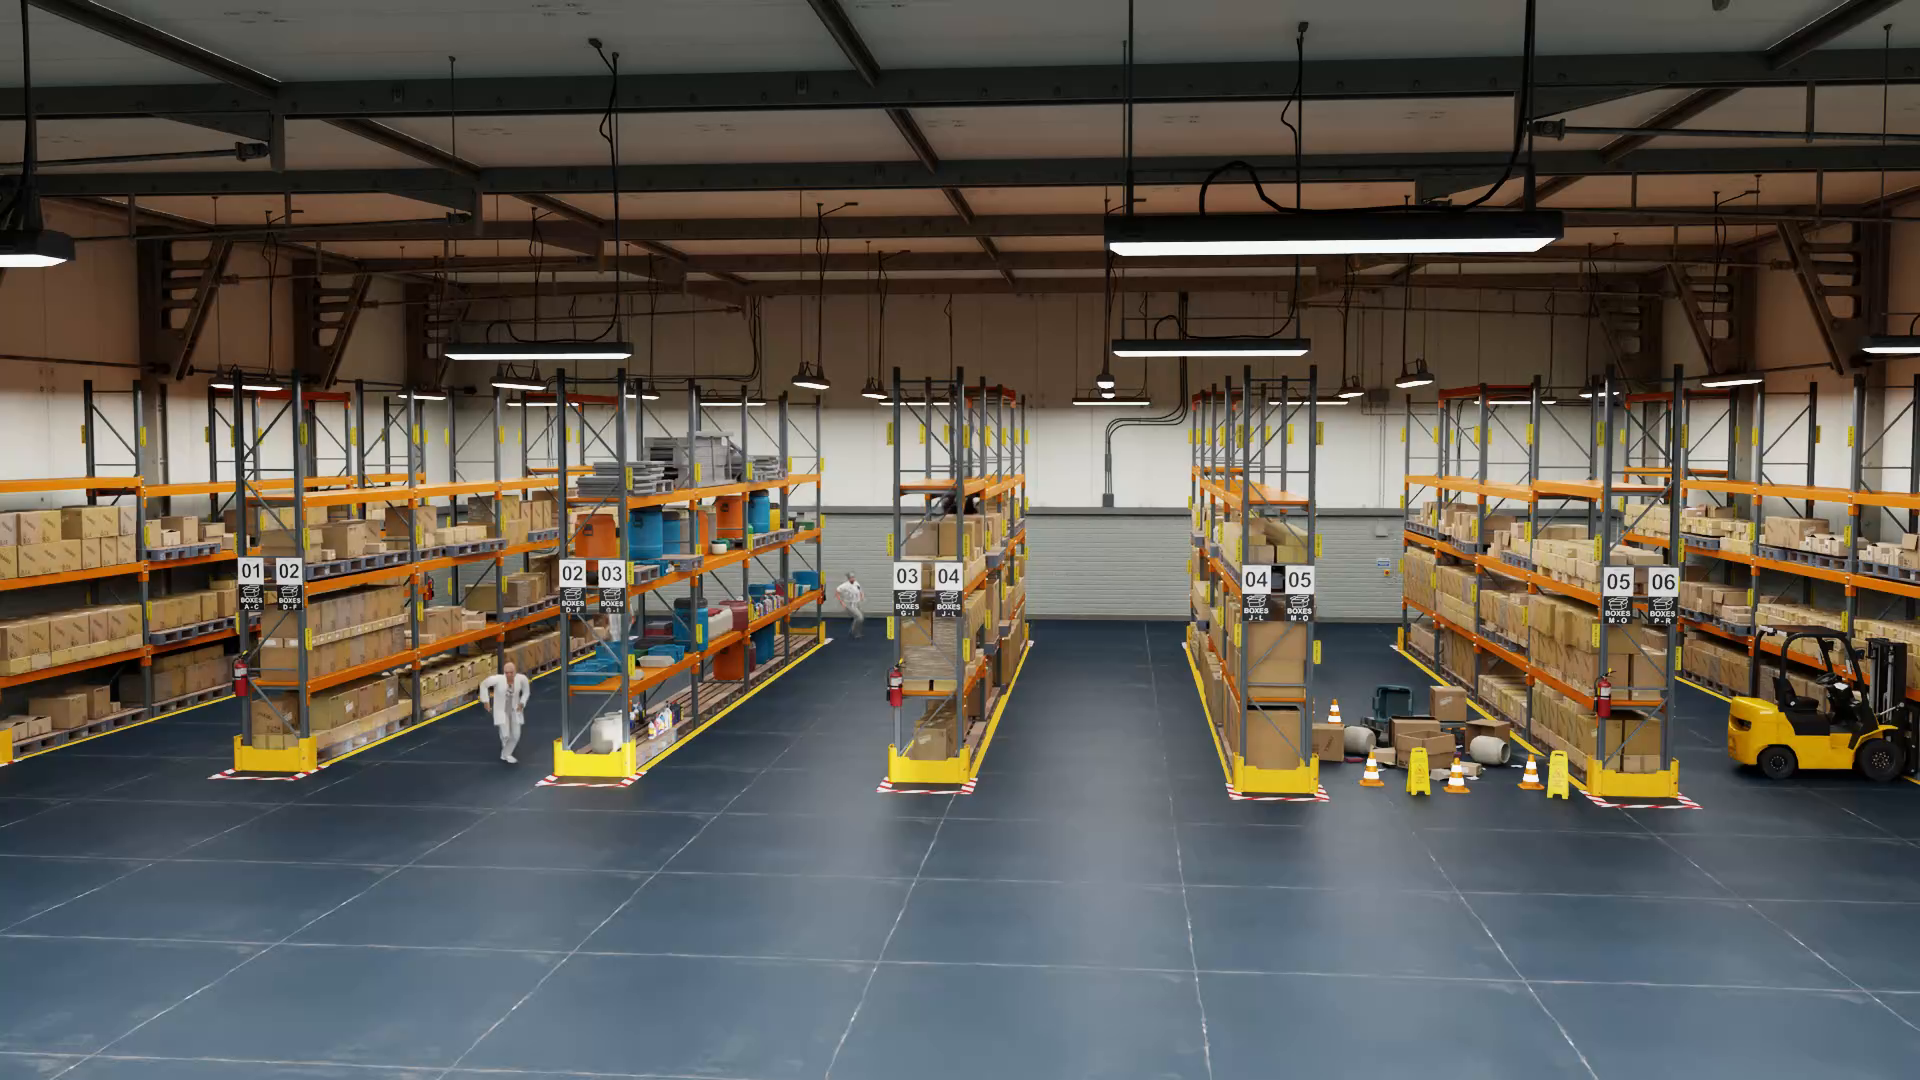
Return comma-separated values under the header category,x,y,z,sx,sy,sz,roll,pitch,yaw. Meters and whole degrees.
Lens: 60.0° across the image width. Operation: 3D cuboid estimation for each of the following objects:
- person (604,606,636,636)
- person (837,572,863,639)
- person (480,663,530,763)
category,x,y,z,sx,sy,sz,roll,pitch,yaw
person,-7.103,1.964,34.772,0.675,1.793,0.813,0,4,-2
person,-2.703,1.624,41.220,0.551,1.699,0.788,3,4,37
person,-6.967,2.636,25.457,0.734,1.591,0.887,-2,4,-24
